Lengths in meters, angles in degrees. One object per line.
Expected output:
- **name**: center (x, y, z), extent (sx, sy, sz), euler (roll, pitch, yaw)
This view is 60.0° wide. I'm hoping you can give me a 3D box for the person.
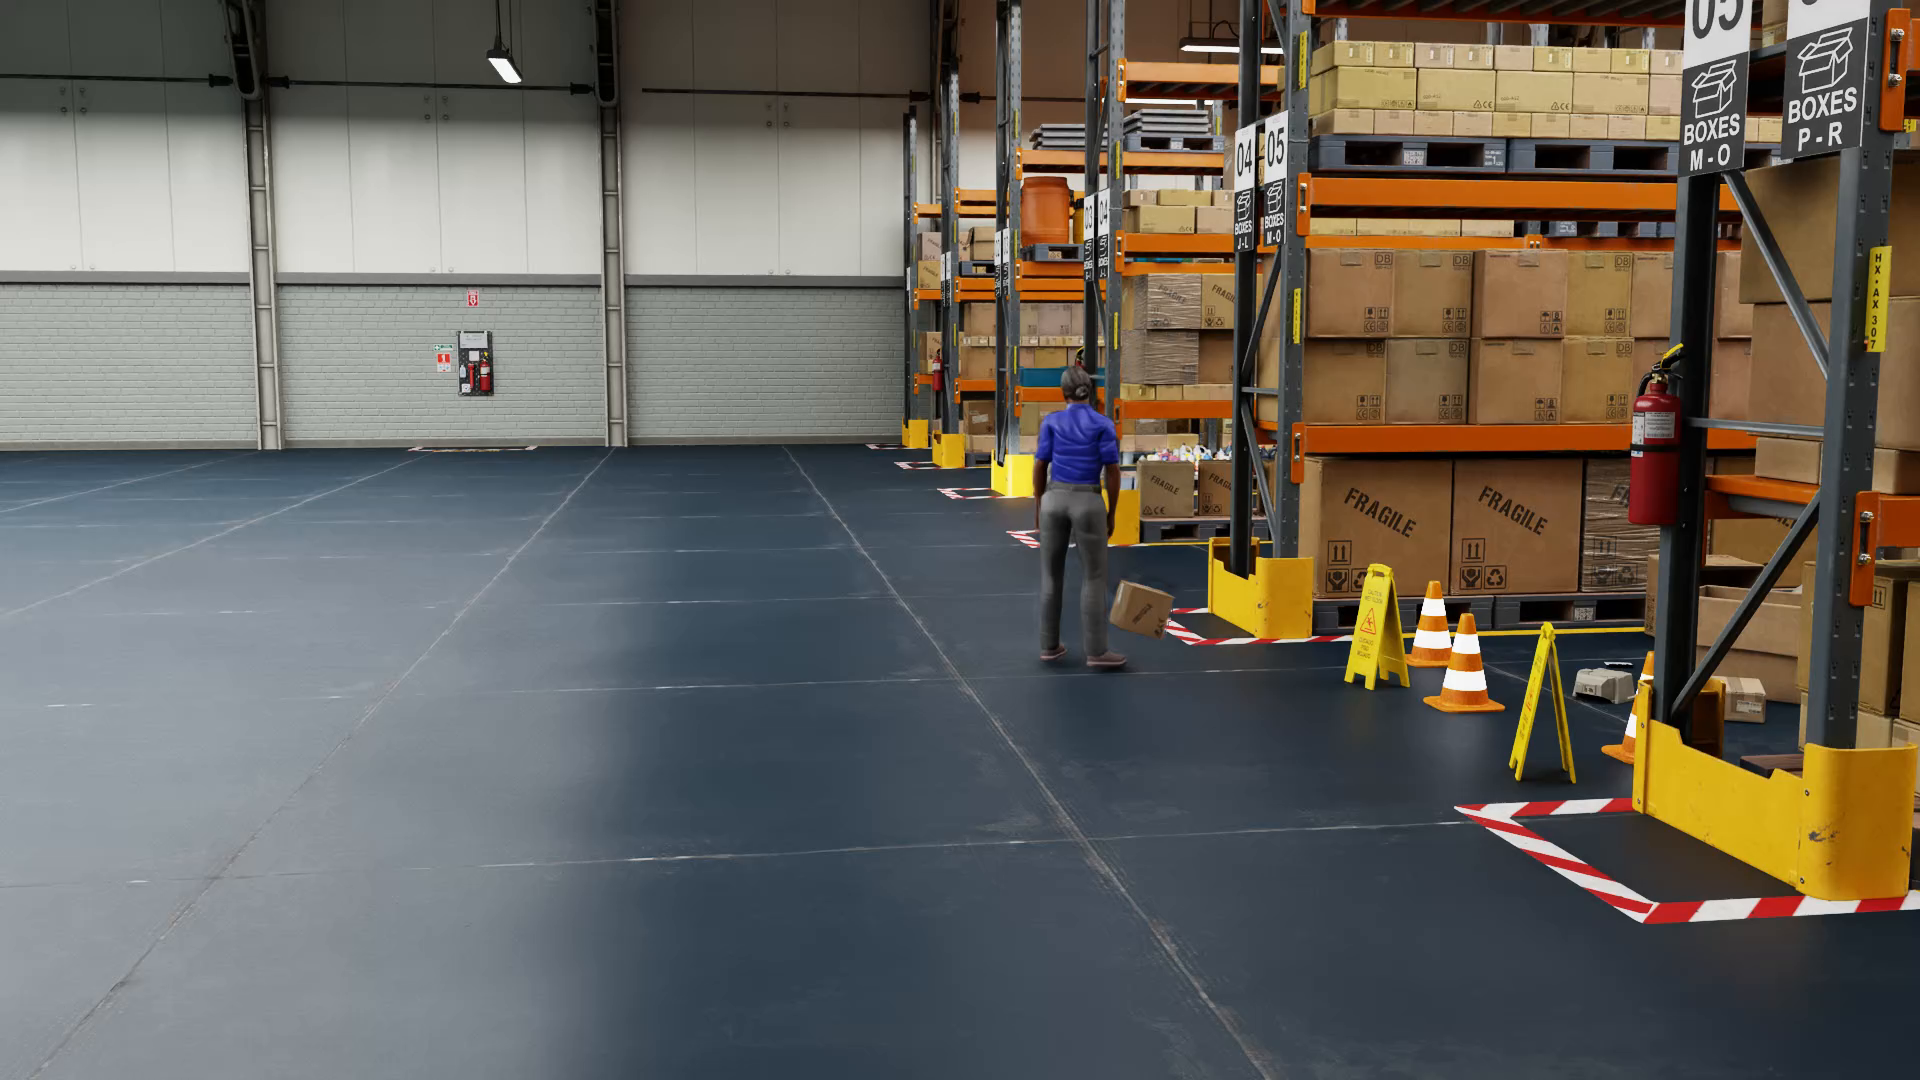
- **person**: center (0.680, -0.033, 9.274), extent (0.506, 1.465, 0.403), euler (1, 7, 12)
